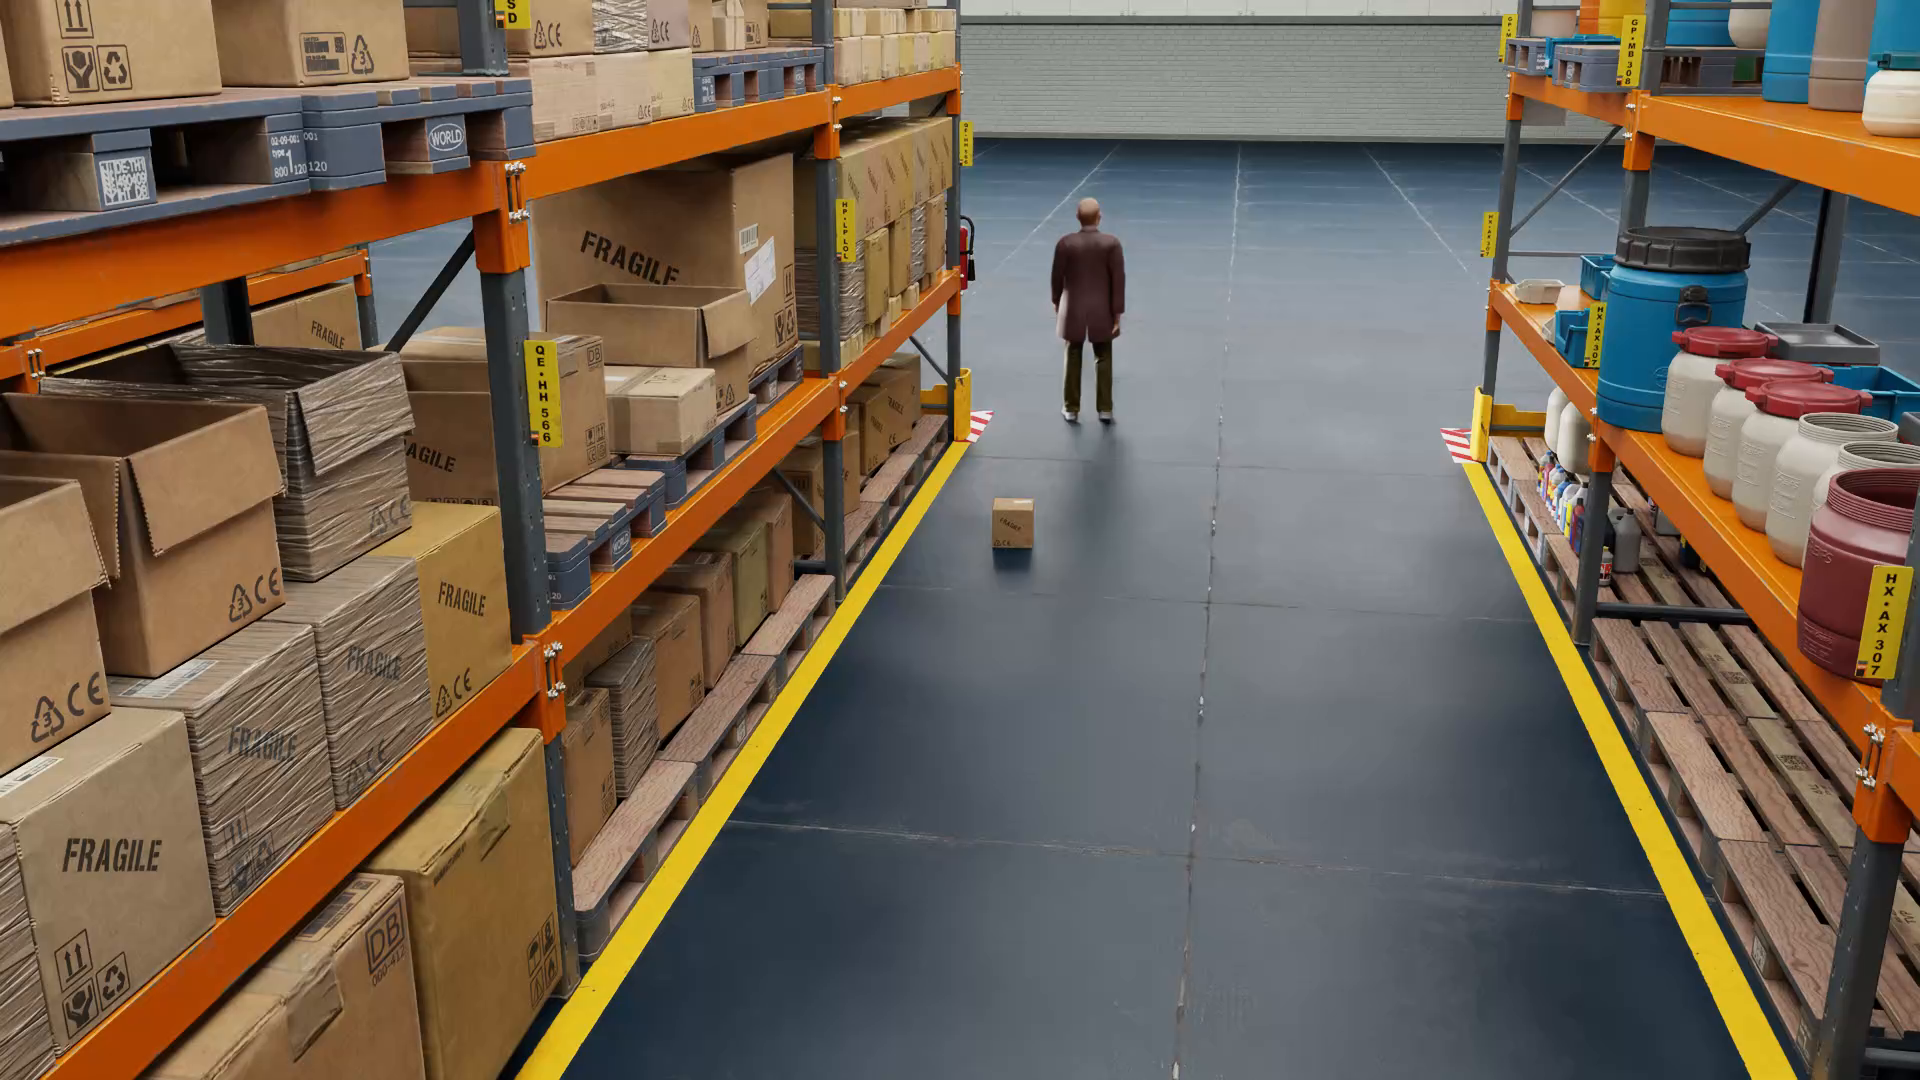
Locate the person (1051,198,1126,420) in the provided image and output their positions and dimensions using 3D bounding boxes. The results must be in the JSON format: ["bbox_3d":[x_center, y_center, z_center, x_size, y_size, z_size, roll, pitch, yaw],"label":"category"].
[{"bbox_3d":[1.017,-1.821,13.324,0.591,1.780,0.490,1,18,3],"label":"person"}]
